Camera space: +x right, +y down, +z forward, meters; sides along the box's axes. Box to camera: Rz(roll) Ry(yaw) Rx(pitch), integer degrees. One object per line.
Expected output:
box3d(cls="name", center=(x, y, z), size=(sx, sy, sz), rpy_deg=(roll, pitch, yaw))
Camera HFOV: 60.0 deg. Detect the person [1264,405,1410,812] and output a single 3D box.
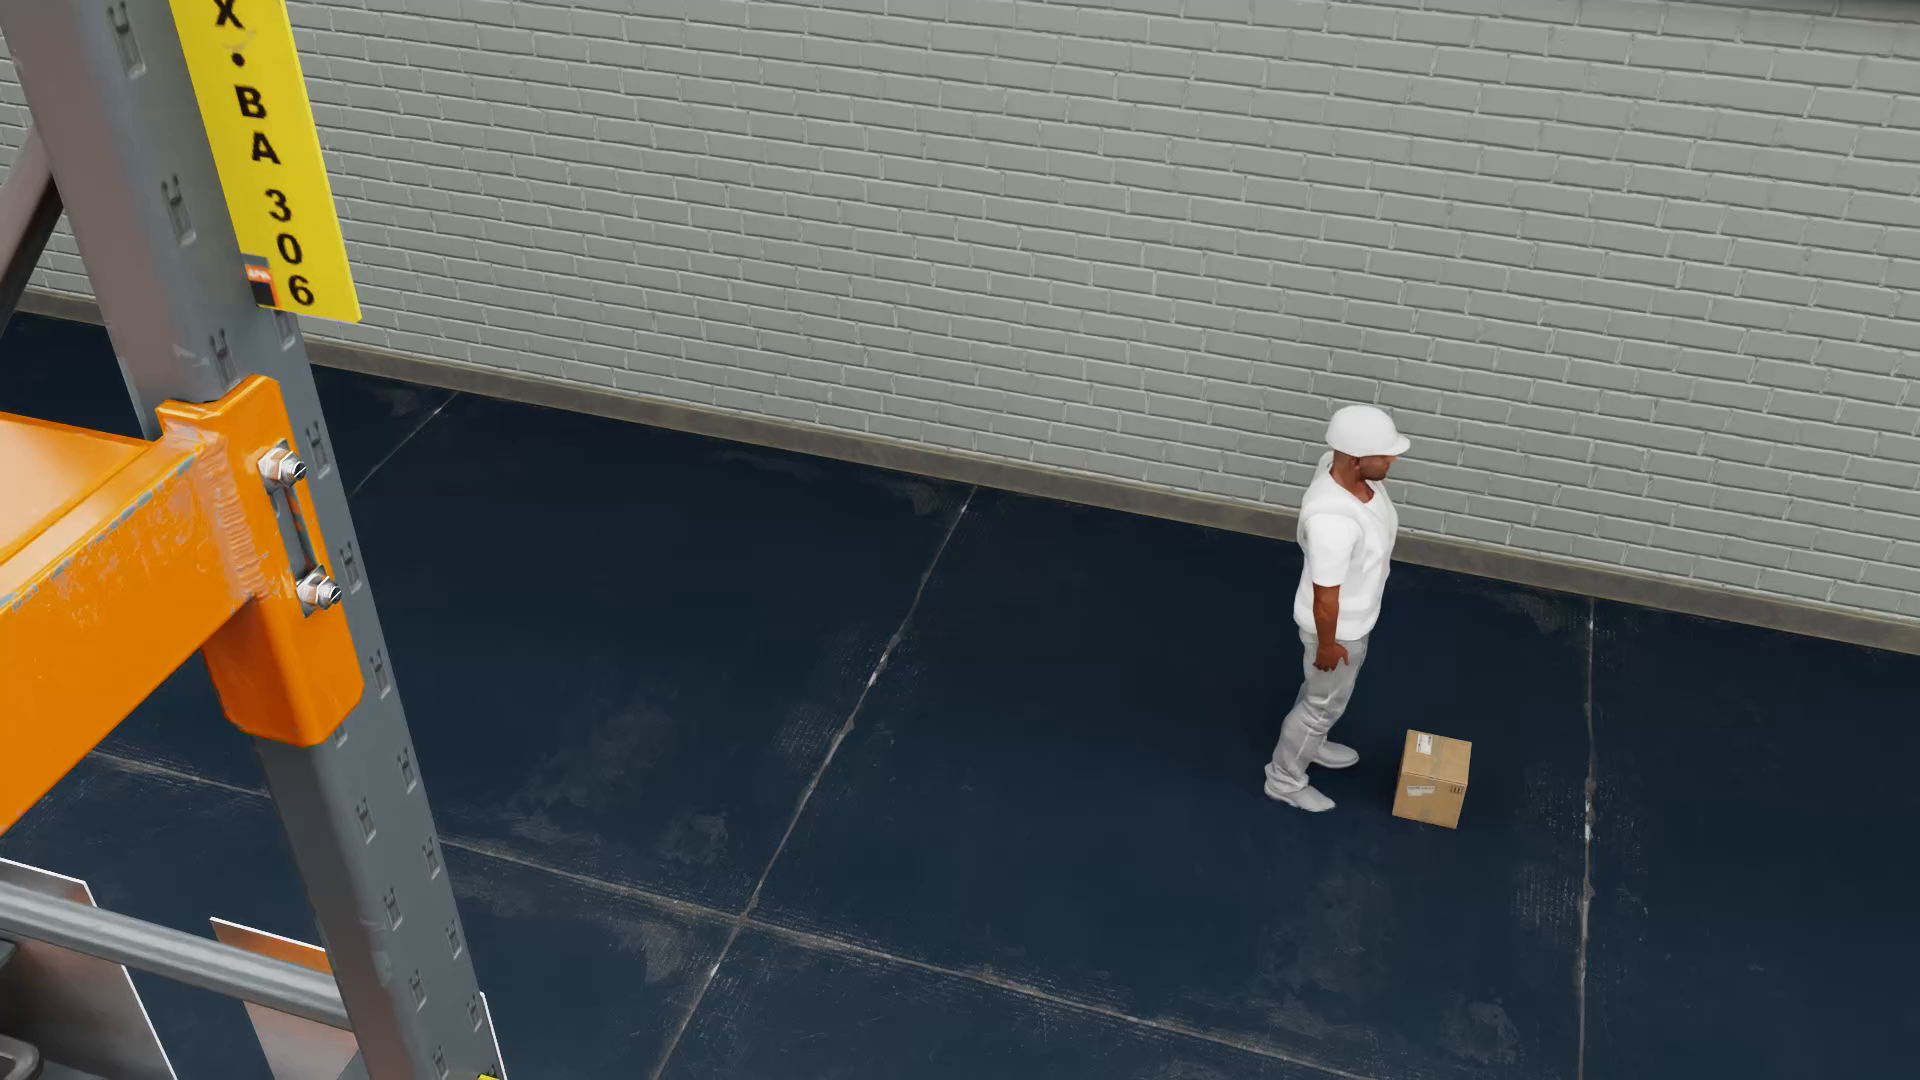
box3d(cls="person", center=(1.431, 0.267, 6.307), size=(0.370, 1.790, 0.563), rpy_deg=(12, 38, 15))
